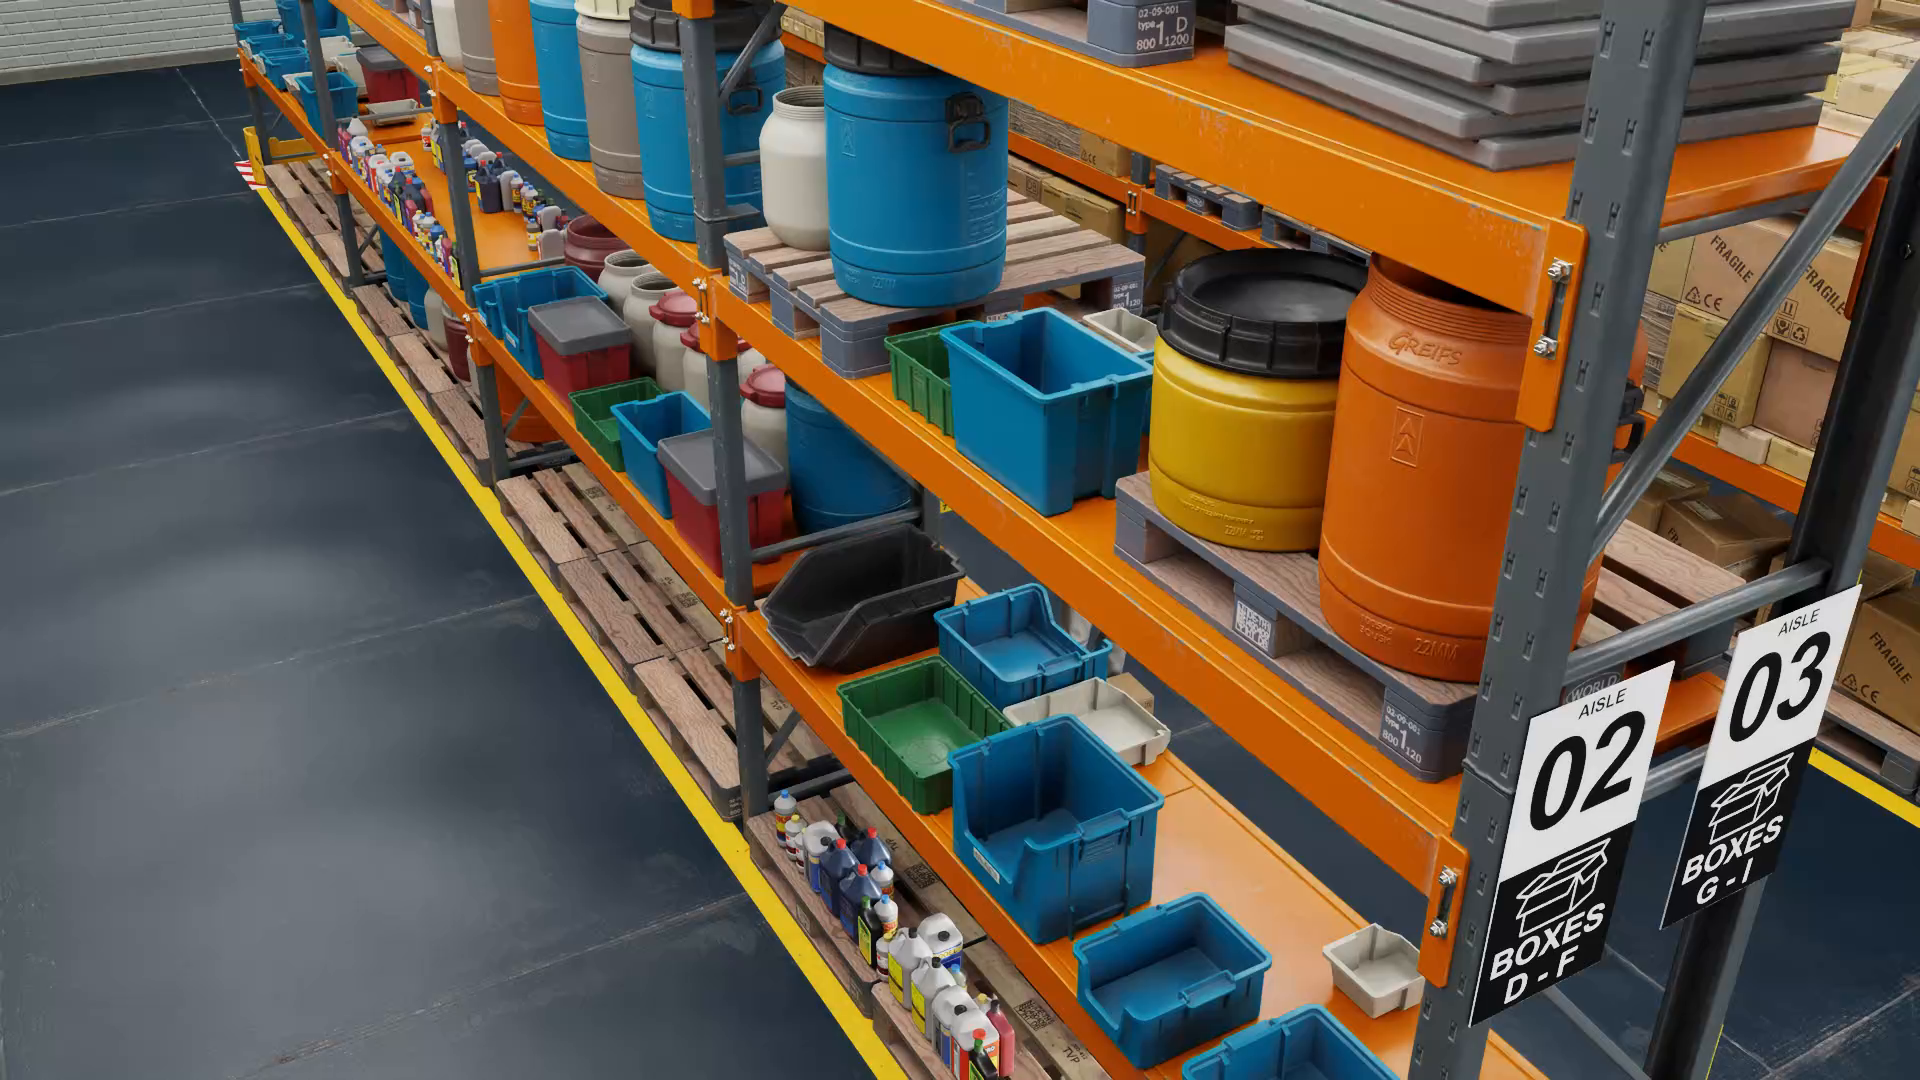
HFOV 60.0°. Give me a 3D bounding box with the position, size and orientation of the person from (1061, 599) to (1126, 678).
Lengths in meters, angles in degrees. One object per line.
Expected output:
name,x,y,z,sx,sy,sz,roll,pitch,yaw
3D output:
person,0.690,0.139,8.309,0.484,1.672,0.360,-13,32,-22
